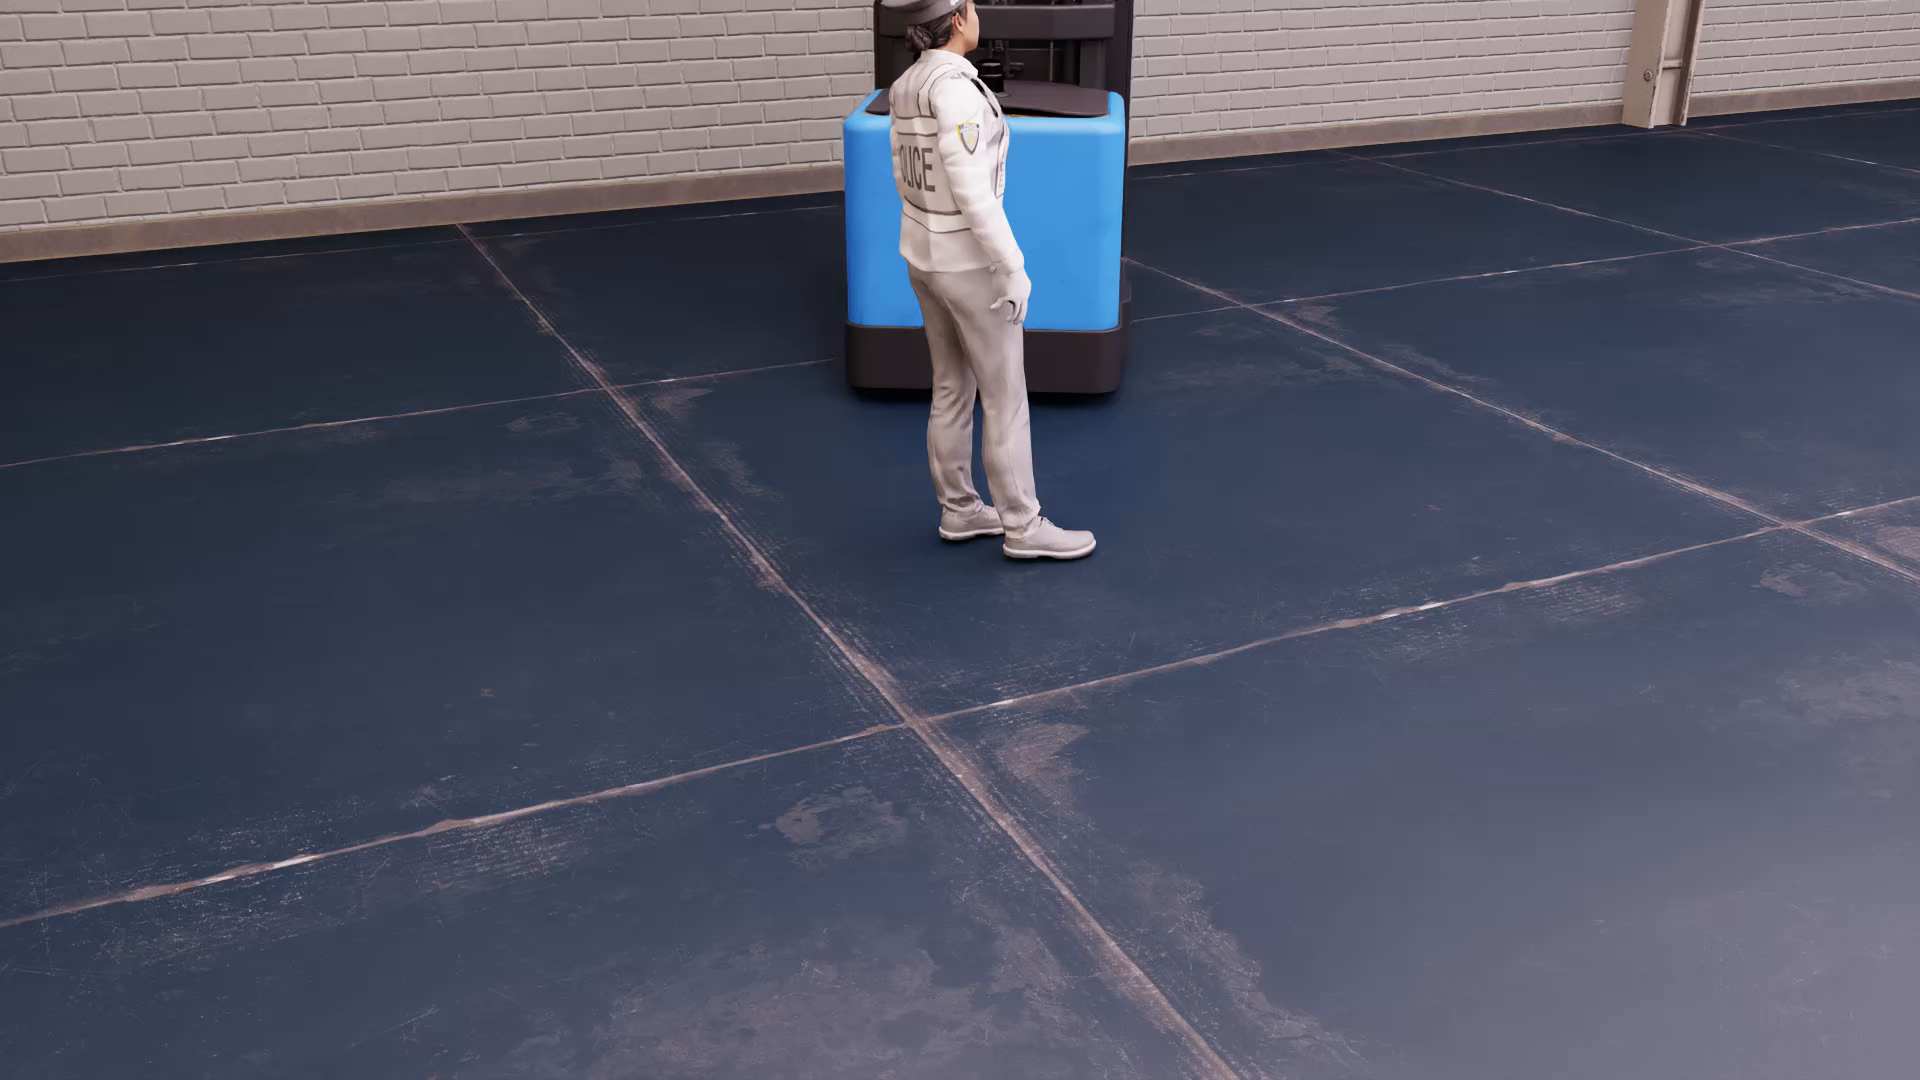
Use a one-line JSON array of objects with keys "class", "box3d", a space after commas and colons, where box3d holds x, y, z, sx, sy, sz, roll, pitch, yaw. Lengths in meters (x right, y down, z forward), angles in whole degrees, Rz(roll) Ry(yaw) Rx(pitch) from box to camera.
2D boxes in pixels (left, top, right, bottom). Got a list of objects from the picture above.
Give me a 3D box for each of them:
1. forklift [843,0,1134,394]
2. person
[{"class": "forklift", "box3d": [0.203, -2.428, 7.131, 1.130, 2.935, 3.031, 2, 23, 4]}, {"class": "person", "box3d": [0.065, -0.798, 4.800, 0.531, 1.694, 0.586, -10, 25, -23]}]
